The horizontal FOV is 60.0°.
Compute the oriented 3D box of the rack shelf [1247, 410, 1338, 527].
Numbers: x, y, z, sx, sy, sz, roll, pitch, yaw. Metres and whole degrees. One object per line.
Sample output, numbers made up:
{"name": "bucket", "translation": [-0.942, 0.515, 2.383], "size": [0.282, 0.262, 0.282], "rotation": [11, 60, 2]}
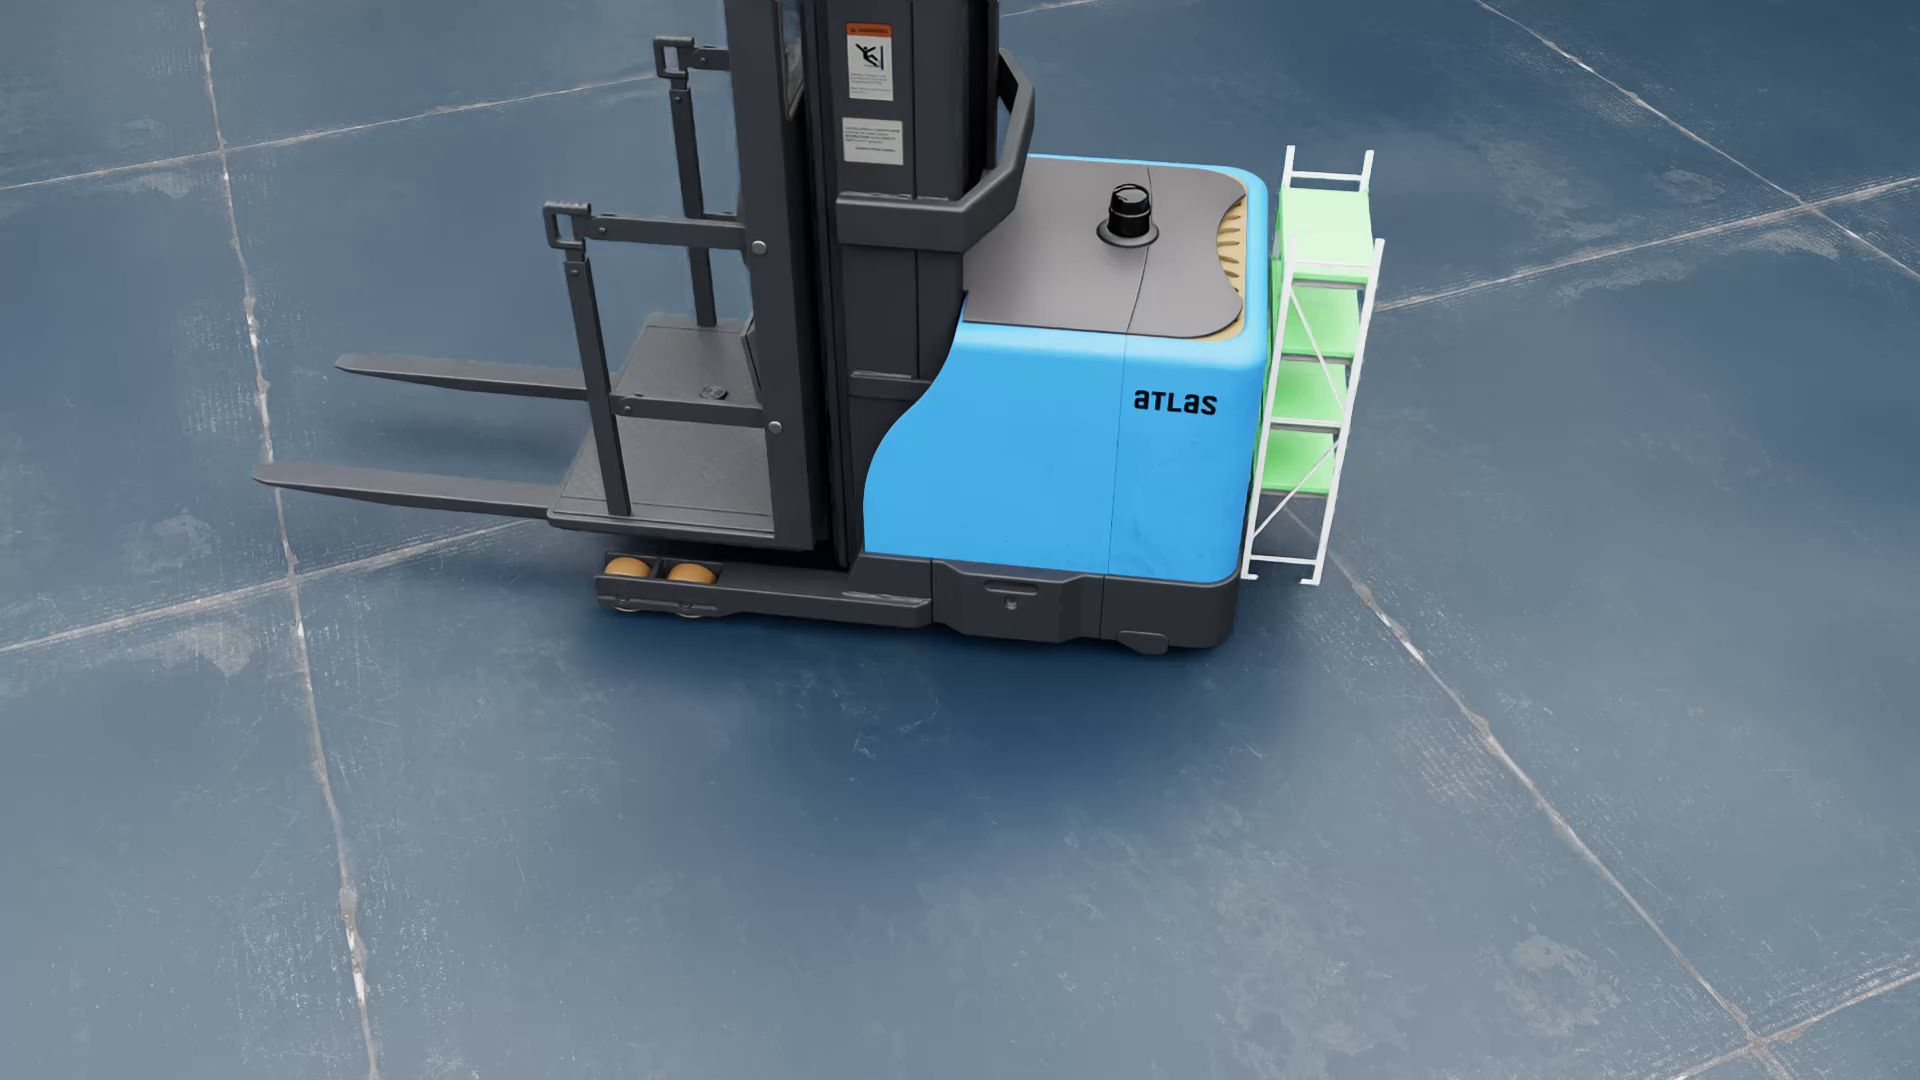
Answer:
{"name": "rack shelf", "translation": [1.013, -0.259, 5.097], "size": [0.258, 0.148, 0.480], "rotation": [5, 41, 6]}

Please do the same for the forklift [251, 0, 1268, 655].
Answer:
{"name": "forklift", "translation": [-0.648, -1.213, 4.413], "size": [3.031, 2.935, 1.130], "rotation": [5, 41, 6]}

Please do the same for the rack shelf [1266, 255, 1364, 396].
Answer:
{"name": "rack shelf", "translation": [1.013, -0.623, 4.784], "size": [0.258, 0.148, 0.480], "rotation": [5, 41, 6]}

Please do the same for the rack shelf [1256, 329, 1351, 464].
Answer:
{"name": "rack shelf", "translation": [1.013, -0.441, 4.940], "size": [0.258, 0.148, 0.480], "rotation": [5, 41, 6]}

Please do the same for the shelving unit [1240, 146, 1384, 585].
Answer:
{"name": "shelving unit", "translation": [1.013, -0.489, 4.899], "size": [0.258, 1.200, 0.503], "rotation": [5, 41, 6]}

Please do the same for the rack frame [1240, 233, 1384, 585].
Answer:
{"name": "rack frame", "translation": [0.981, -0.331, 4.715], "size": [0.240, 1.200, 0.015], "rotation": [5, 41, 6]}

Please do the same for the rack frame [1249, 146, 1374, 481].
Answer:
{"name": "rack frame", "translation": [1.045, -0.647, 5.082], "size": [0.240, 1.200, 0.015], "rotation": [5, 41, 6]}

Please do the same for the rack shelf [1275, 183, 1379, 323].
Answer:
{"name": "rack shelf", "translation": [1.013, -0.805, 4.627], "size": [0.258, 0.148, 0.480], "rotation": [5, 41, 6]}
